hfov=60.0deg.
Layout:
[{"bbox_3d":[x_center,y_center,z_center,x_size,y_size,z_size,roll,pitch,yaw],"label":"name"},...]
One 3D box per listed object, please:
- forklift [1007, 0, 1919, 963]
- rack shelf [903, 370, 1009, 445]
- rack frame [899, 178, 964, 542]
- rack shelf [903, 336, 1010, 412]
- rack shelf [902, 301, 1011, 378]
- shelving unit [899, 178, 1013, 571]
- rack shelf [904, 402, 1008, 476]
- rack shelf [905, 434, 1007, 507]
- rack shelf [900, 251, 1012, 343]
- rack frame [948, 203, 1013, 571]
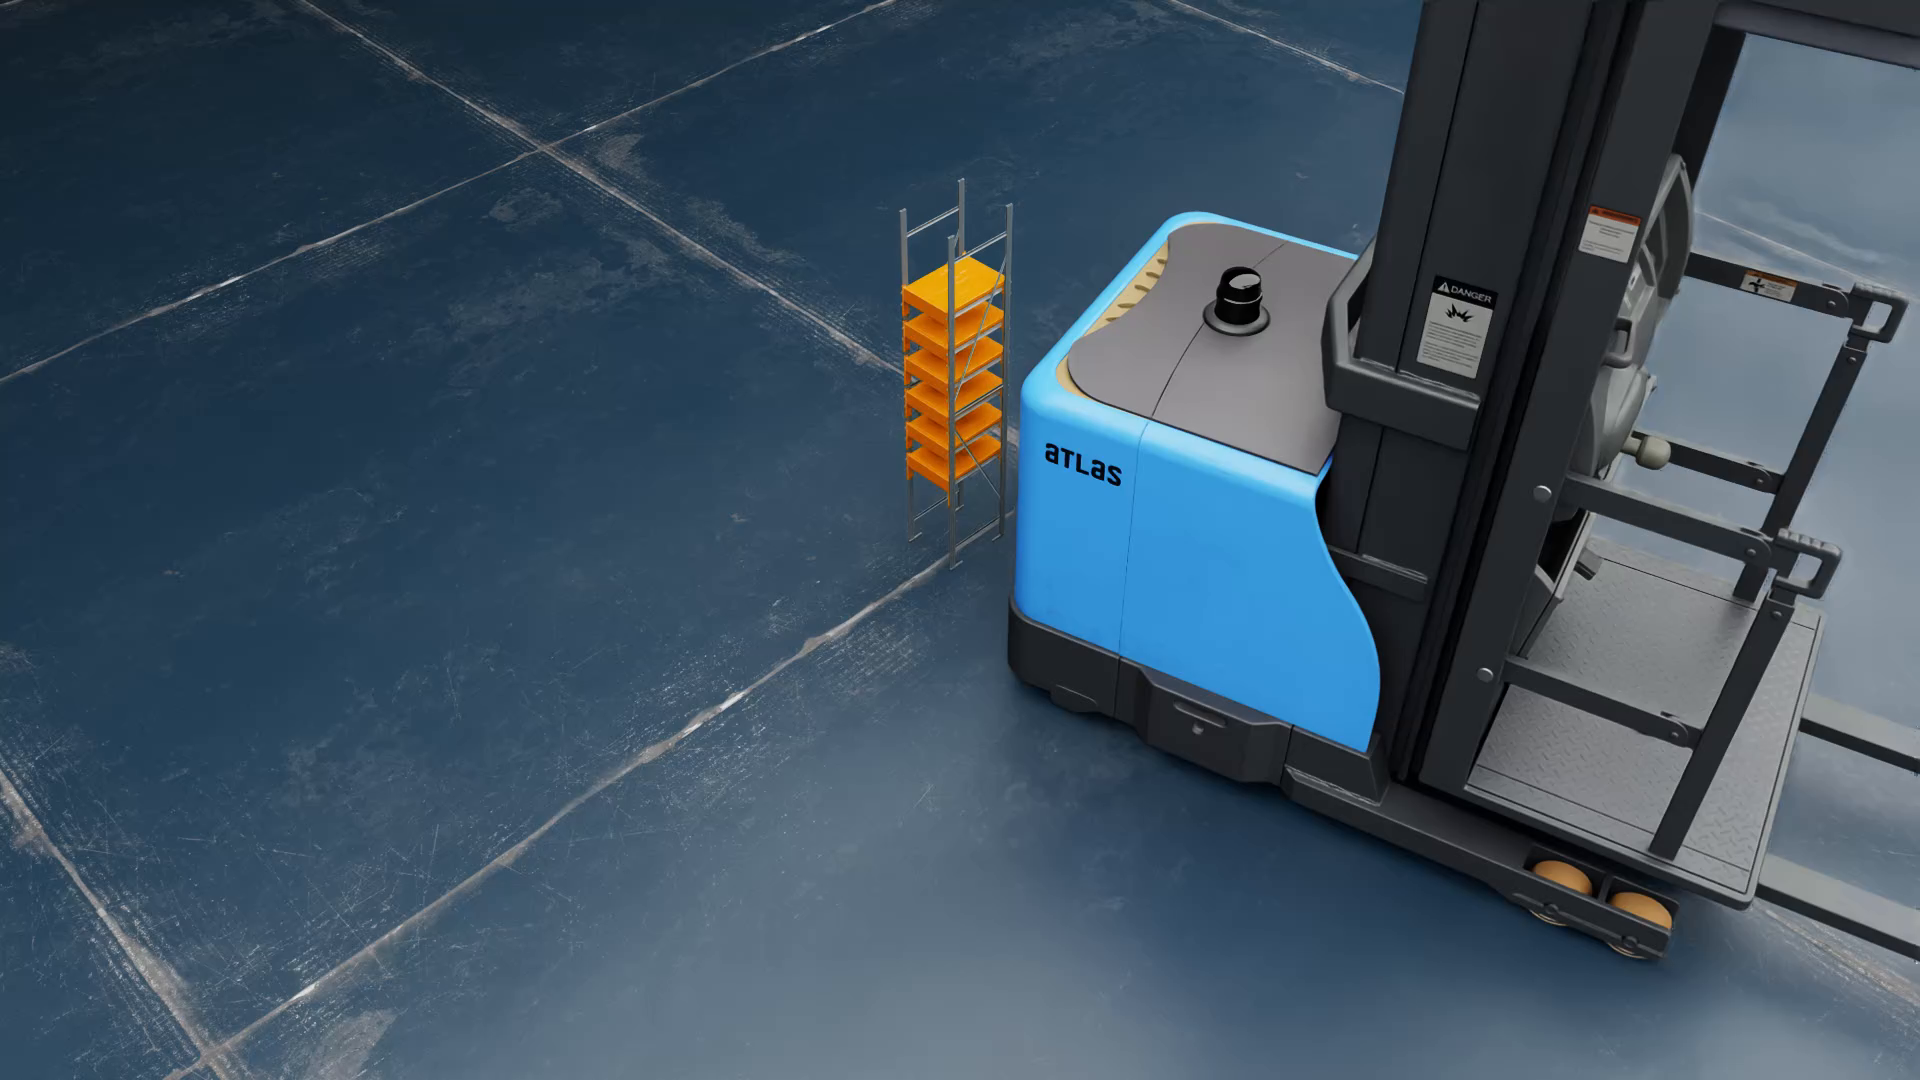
[{"bbox_3d":[1.672,-0.457,3.584,3.031,2.935,1.130,21,47,21],"label":"forklift"},{"bbox_3d":[-0.010,-0.415,4.880,0.258,0.103,0.180,-34,53,-31],"label":"rack shelf"},{"bbox_3d":[-0.075,-0.492,4.898,0.240,1.200,0.006,-34,53,-31],"label":"rack frame"},{"bbox_3d":[-0.010,-0.503,4.799,0.258,0.103,0.180,-34,53,-31],"label":"rack shelf"},{"bbox_3d":[-0.010,-0.591,4.718,0.258,0.103,0.180,-34,53,-31],"label":"rack shelf"},{"bbox_3d":[-0.010,-0.448,4.850,0.258,1.200,0.189,-34,53,-31],"label":"shelving unit"},{"bbox_3d":[-0.010,-0.327,4.962,0.258,0.103,0.180,-34,53,-31],"label":"rack shelf"},{"bbox_3d":[-0.010,-0.239,5.043,0.258,0.103,0.180,-34,53,-31],"label":"rack shelf"},{"bbox_3d":[-0.010,-0.679,4.636,0.258,0.103,0.180,-34,53,-31],"label":"rack shelf"},{"bbox_3d":[0.054,-0.404,4.803,0.240,1.200,0.006,-34,53,-31],"label":"rack frame"}]
